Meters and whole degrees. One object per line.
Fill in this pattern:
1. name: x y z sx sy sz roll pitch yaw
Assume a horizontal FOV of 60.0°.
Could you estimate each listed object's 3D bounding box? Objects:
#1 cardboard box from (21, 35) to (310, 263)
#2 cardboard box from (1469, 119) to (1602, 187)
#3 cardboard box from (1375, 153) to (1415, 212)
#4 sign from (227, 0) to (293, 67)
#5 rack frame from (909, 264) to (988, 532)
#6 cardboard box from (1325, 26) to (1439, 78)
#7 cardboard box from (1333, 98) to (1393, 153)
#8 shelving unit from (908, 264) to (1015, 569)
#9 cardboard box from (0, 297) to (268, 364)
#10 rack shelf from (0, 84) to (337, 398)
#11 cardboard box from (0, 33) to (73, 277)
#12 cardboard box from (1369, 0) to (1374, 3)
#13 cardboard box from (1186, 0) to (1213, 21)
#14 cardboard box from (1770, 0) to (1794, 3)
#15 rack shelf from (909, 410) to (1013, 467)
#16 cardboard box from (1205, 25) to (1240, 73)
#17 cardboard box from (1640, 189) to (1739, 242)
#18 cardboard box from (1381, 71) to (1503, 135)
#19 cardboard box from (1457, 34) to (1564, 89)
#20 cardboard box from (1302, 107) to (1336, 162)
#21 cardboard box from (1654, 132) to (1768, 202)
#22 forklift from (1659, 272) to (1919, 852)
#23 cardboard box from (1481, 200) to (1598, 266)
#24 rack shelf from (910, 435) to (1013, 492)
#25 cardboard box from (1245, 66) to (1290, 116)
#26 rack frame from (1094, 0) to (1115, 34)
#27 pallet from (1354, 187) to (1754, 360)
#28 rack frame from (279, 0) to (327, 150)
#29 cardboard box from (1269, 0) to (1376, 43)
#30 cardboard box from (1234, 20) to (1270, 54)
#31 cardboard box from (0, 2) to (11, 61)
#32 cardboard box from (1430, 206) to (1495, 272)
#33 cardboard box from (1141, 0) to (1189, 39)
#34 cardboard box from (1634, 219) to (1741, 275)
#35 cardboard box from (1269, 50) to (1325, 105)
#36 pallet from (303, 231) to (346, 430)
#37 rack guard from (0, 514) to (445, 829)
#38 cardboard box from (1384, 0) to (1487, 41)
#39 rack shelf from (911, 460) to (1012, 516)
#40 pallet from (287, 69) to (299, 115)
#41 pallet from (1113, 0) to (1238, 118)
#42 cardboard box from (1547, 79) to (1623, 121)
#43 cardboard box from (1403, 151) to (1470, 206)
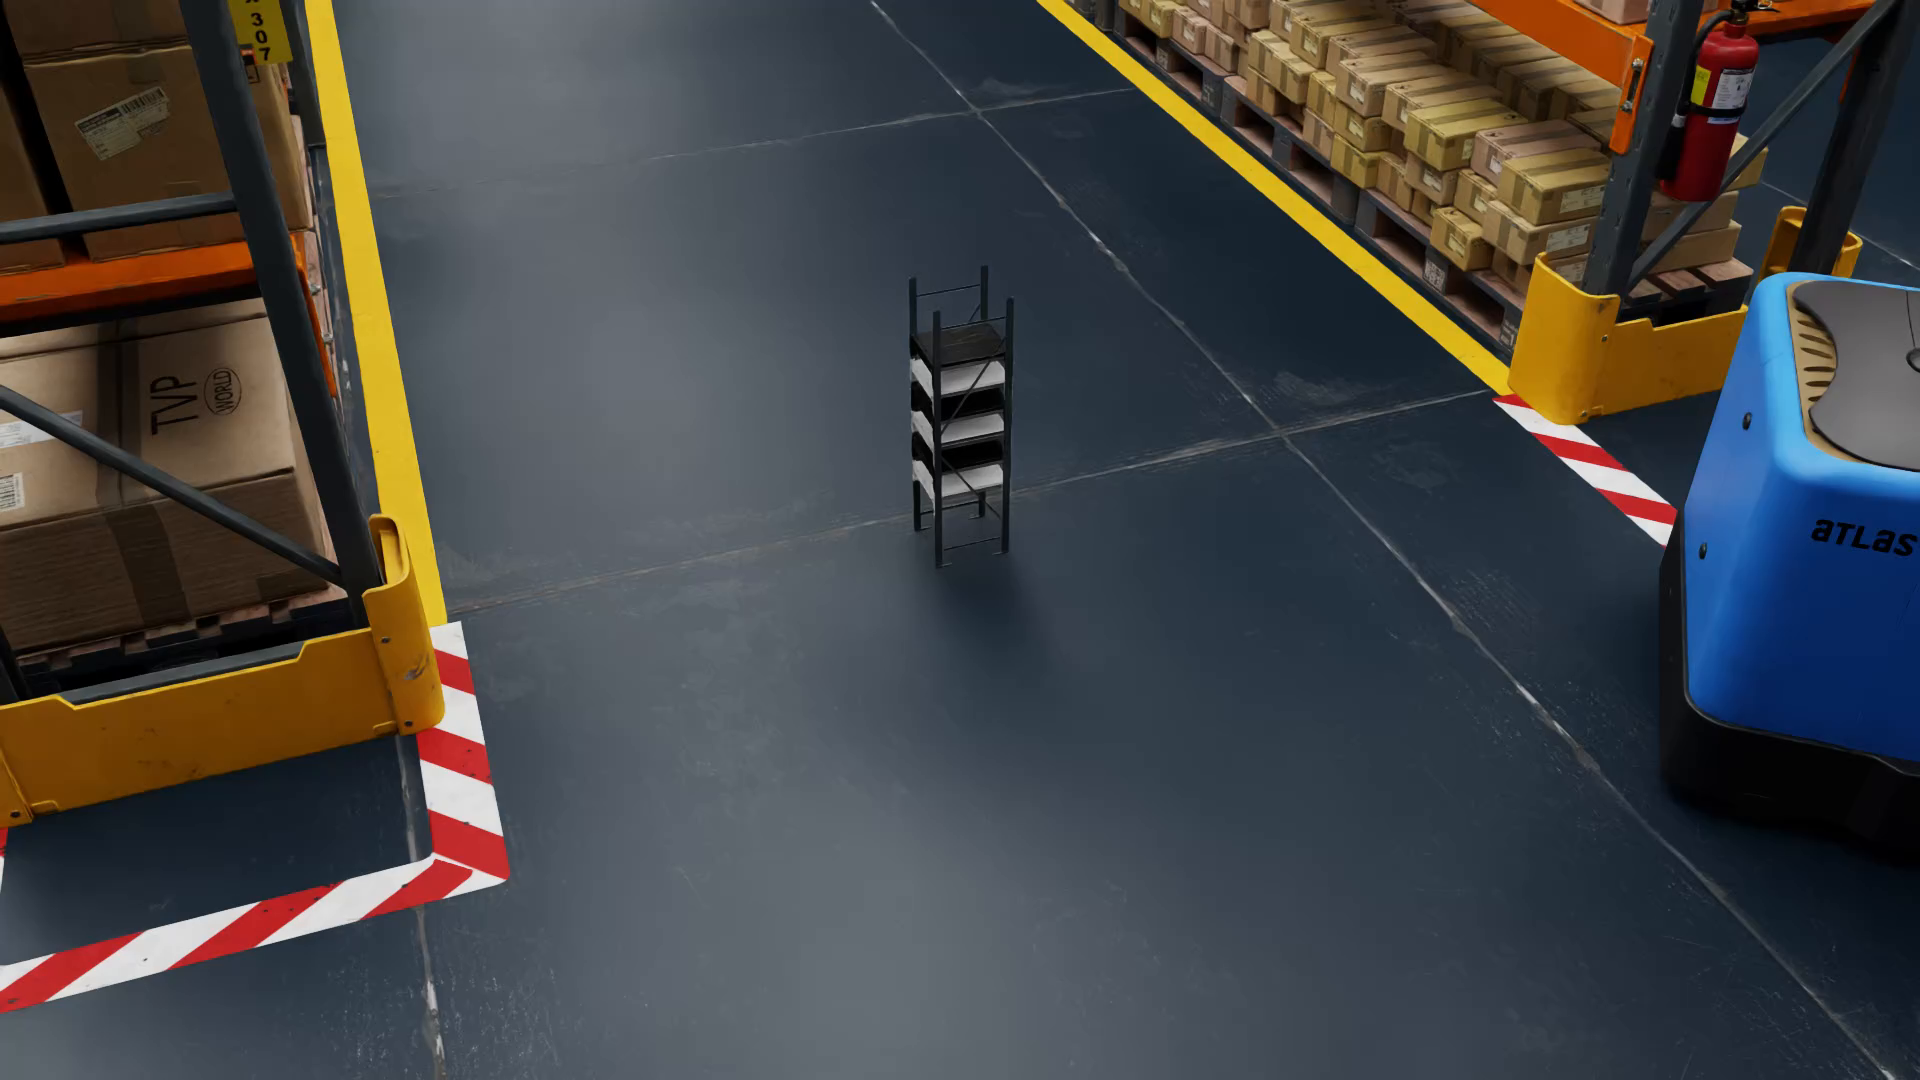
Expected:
1. cardboard box: -1.921 -1.048 4.065 0.500 0.500 0.500 -13 39 -16
2. cardboard box: 2.135 -1.426 6.177 0.380 0.149 0.250 -12 39 -15
3. cardboard box: 1.919 -1.471 6.730 0.380 0.149 0.250 -12 39 -15
4. sign: -1.503 -1.166 3.520 0.100 0.325 0.005 -12 39 -16
5. rack frame: -0.032 -0.412 5.049 0.240 0.900 0.006 -12 39 -16
6. cardboard box: 1.765 -2.018 6.962 0.380 0.149 0.250 -14 39 -17
7. cardboard box: 1.767 -1.729 6.826 0.380 0.149 0.250 -12 39 -15
8. shelving unit: 0.003 -0.355 4.973 0.258 0.900 0.210 -12 39 -16
9. cardboard box: -2.670 -0.689 5.452 0.875 0.438 0.875 -11 38 -15
10. rack shelf: -2.714 -1.520 5.373 1.077 0.370 4.000 -12 39 -16
11. cardboard box: -2.440 -0.935 3.915 0.500 0.500 0.500 -12 39 -16
12. cardboard box: 1.991 -2.567 7.690 0.380 0.149 0.250 -14 39 -18
13. cardboard box: 1.324 -2.641 8.037 0.380 0.149 0.250 -13 39 -16
14. cardboard box: 2.783 -1.910 5.501 0.380 0.149 0.250 -13 39 -16
15. rack shelf: 0.003 -0.328 4.993 0.258 0.077 0.200 -12 39 -16
16. cardboard box: 1.394 -2.363 7.914 0.380 0.149 0.250 -13 39 -17
17. cardboard box: 2.648 -1.256 6.198 0.380 0.149 0.250 -11 38 -14
18. cardboard box: 1.897 -1.706 6.548 0.380 0.149 0.250 -14 39 -18
19. cardboard box: 2.302 -1.974 6.903 0.380 0.149 0.250 -11 38 -14
20. cardboard box: 1.698 -1.760 7.115 0.380 0.149 0.250 -12 39 -15
21. cardboard box: 2.726 -1.392 6.131 0.380 0.149 0.250 -14 39 -18
22. forklift: 3.408 -0.490 3.465 3.031 2.935 1.130 11 38 15
23. cardboard box: 2.138 -1.146 6.052 0.380 0.149 0.250 -13 39 -17
24. rack shelf: 0.003 -0.256 5.047 0.258 0.077 0.200 -12 39 -16
25. cardboard box: 1.519 -2.051 7.501 0.380 0.149 0.250 -13 39 -17
26. rack frame: 1.211 -4.019 8.093 1.000 3.000 0.127 -12 39 -16
27. pallet: 2.315 -1.155 6.608 1.003 0.211 1.213 -12 39 -16
28. rack frame: -3.402 -2.937 6.656 1.000 3.000 0.127 -12 39 -16
29. cardboard box: 1.600 -2.308 7.346 0.380 0.149 0.250 -14 39 -18
30. cardboard box: 1.487 -2.328 7.621 0.380 0.149 0.250 -11 38 -14
31. cardboard box: -2.415 -1.340 3.621 0.500 0.500 0.500 -11 38 -14
32. cardboard box: 2.027 -1.167 6.327 0.380 0.149 0.250 -11 38 -15
33. cardboard box: 1.126 -2.626 8.263 0.380 0.149 0.250 -11 38 -15
34. cardboard box: 2.707 -1.151 6.305 0.380 0.149 0.250 -12 39 -15
35. cardboard box: 1.575 -2.028 7.222 0.380 0.149 0.250 -12 39 -15
36. pallet: -2.790 -0.687 5.987 1.003 0.211 1.213 -12 39 -16
37. rack guard: -2.017 0.335 4.390 1.175 0.500 0.348 -12 39 -16
38. cardboard box: 2.078 -2.254 7.275 0.380 0.149 0.250 -12 39 -16
39. rack shelf: 0.003 -0.184 5.102 0.258 0.077 0.200 -12 39 -16
40. pallet: -3.739 -2.244 8.053 1.003 0.211 1.213 -12 39 -16
41. pallet: 1.475 -2.533 8.438 1.003 0.211 1.213 -12 39 -16
42. cardboard box: 2.552 -1.692 6.529 0.380 0.149 0.250 -13 39 -16
43. cardboard box: 1.957 -1.439 6.441 0.380 0.149 0.250 -14 39 -18
